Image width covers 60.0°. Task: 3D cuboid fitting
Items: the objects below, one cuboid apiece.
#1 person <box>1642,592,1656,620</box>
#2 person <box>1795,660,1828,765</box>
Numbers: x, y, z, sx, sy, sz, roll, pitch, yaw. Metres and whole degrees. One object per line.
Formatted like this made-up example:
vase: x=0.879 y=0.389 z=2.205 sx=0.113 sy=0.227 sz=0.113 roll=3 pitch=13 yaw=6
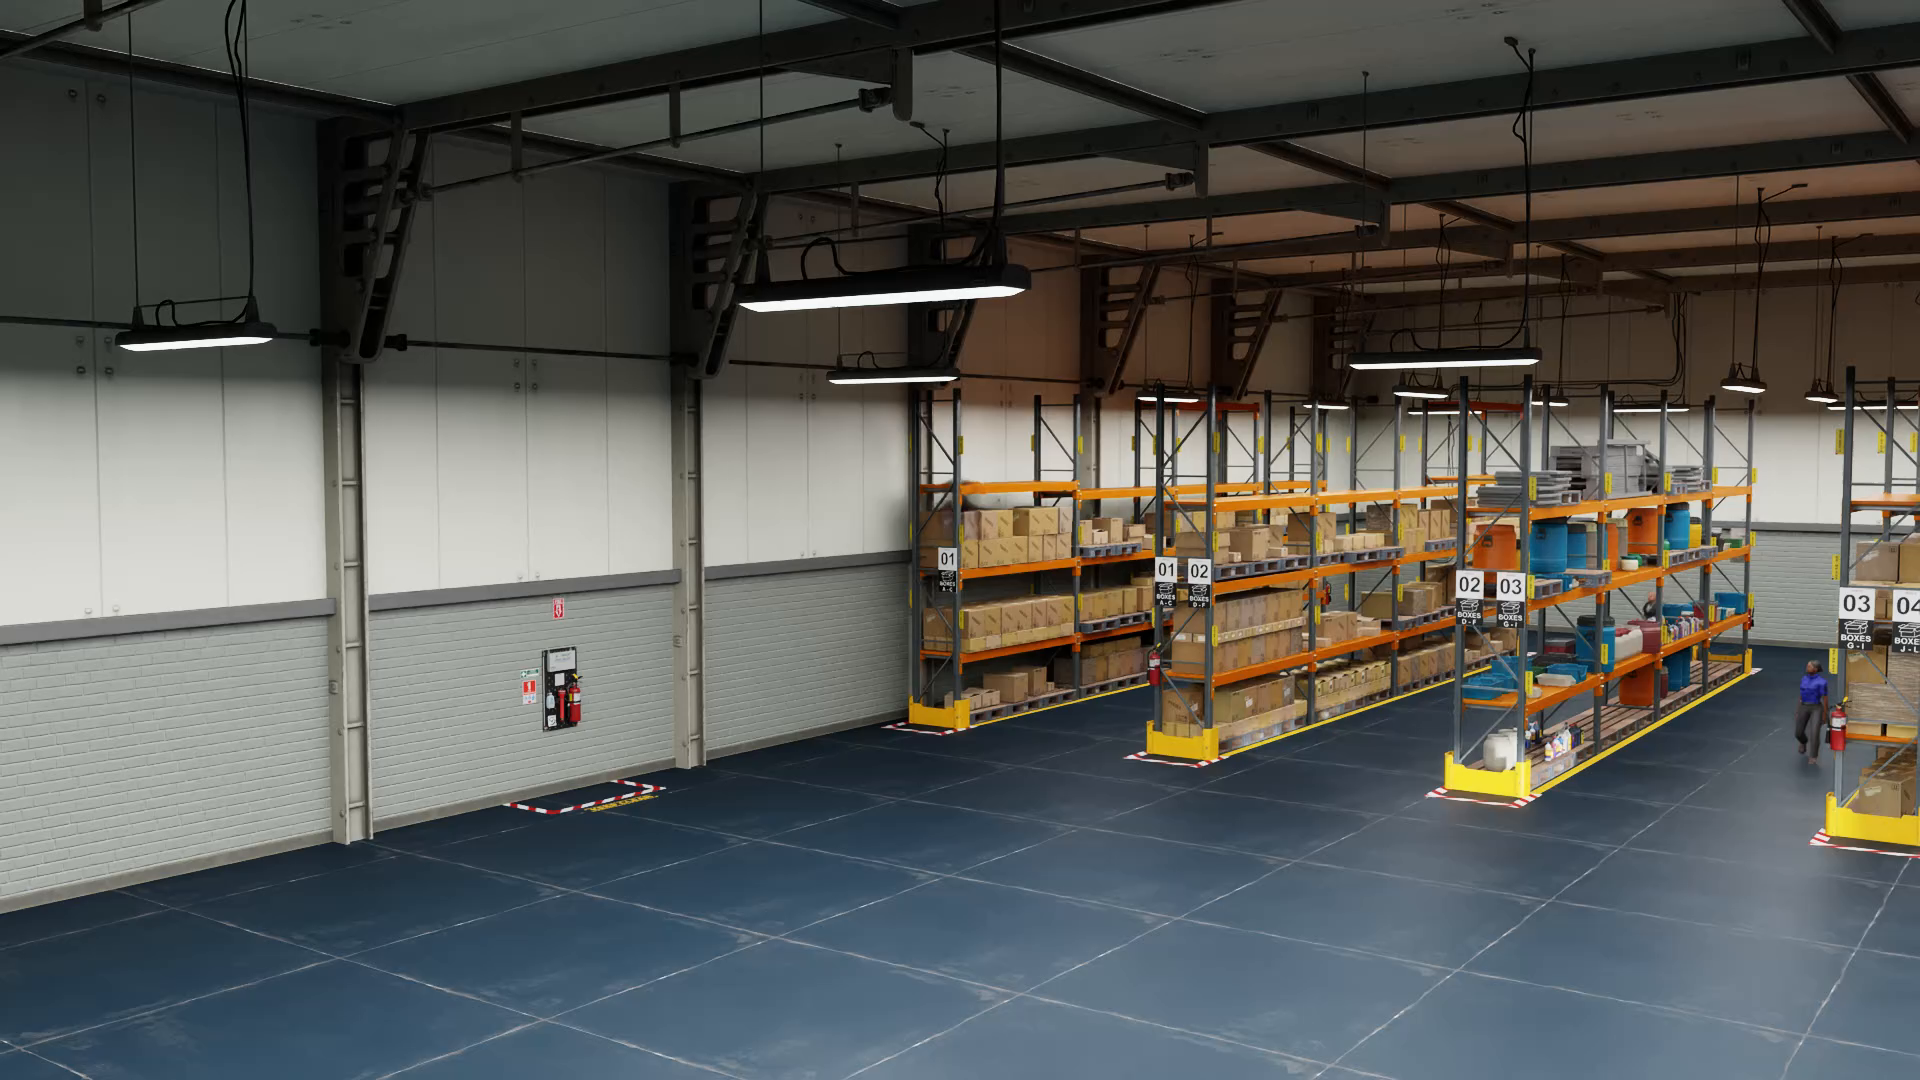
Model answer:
person: x=15.715 y=2.015 z=37.800 sx=1.065 sy=1.680 sz=0.581 roll=-3 pitch=4 yaw=-41
person: x=13.424 y=2.691 z=26.189 sx=0.459 sy=1.610 sz=0.665 roll=2 pitch=4 yaw=34
